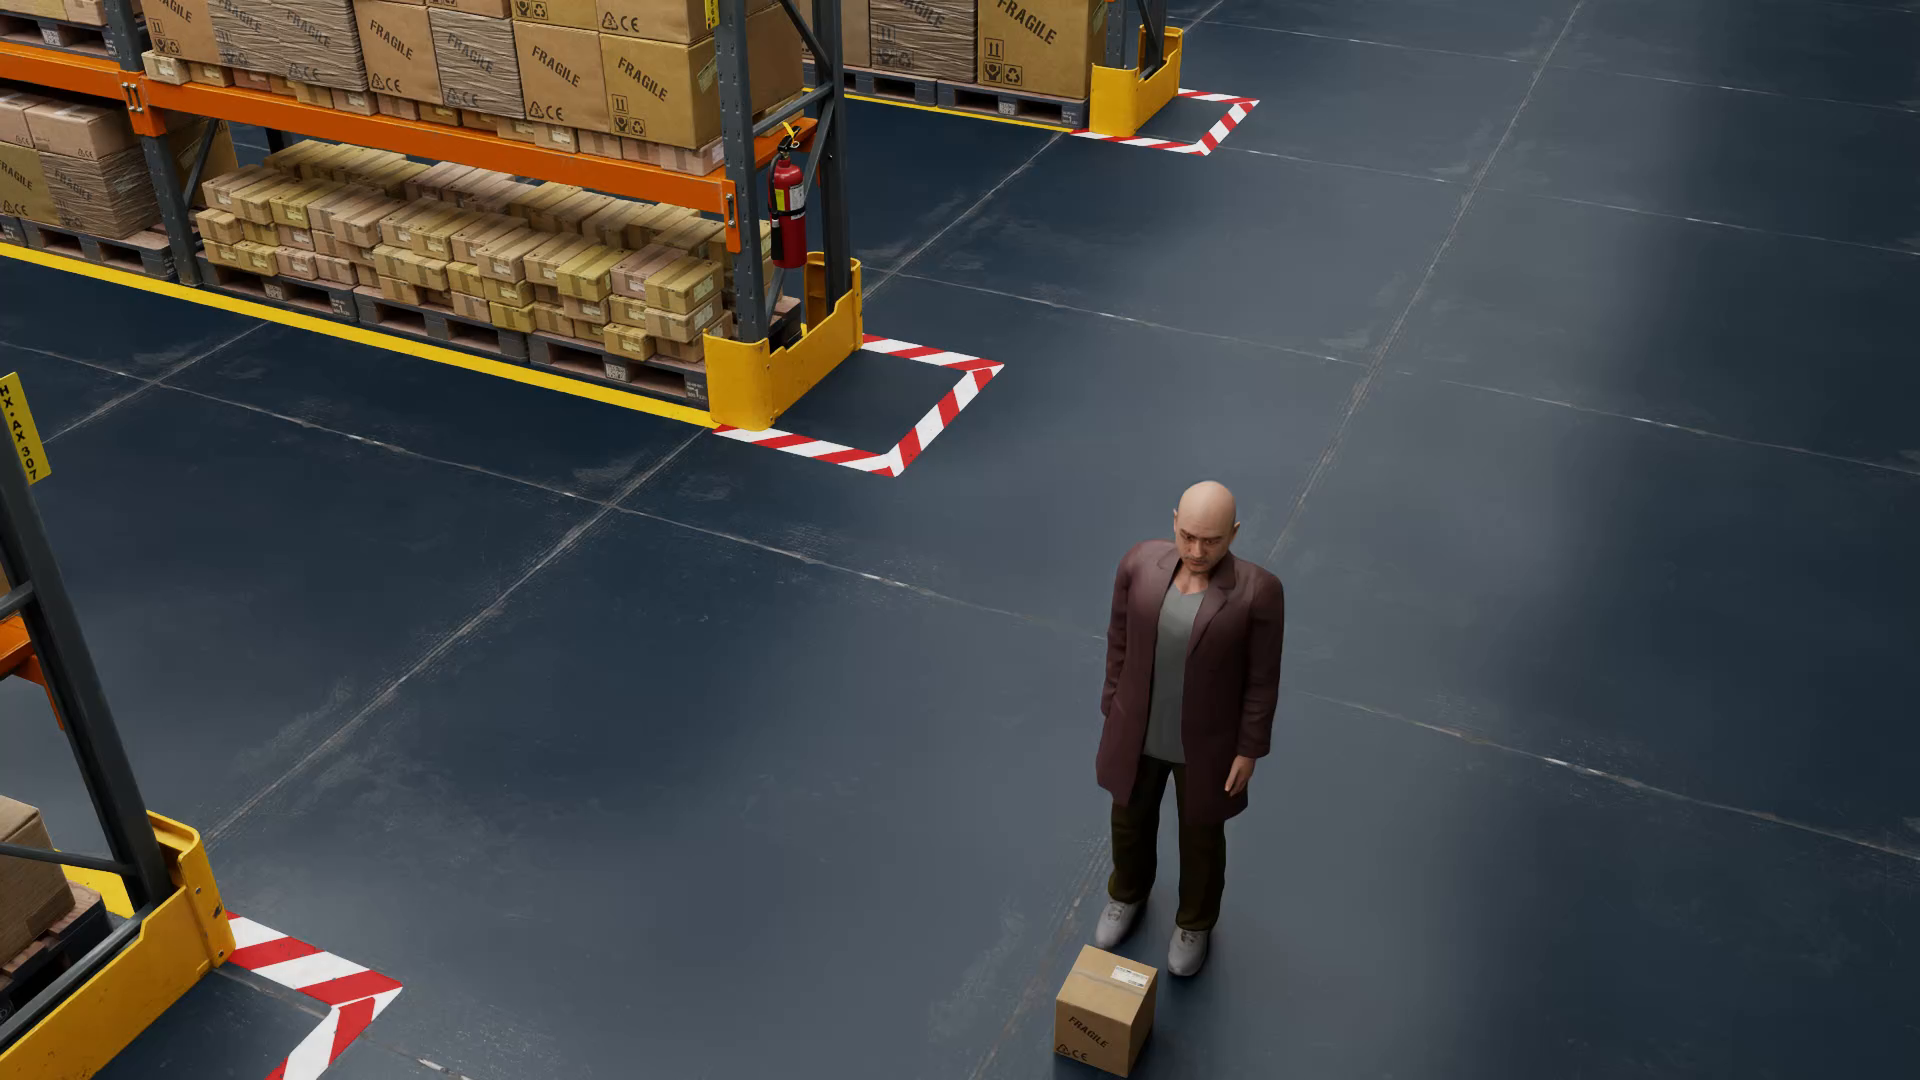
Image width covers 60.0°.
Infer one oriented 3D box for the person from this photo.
[{"bbox_3d":[0.701,0.612,5.239,0.561,1.793,0.389,15,36,22],"label":"person"}]
